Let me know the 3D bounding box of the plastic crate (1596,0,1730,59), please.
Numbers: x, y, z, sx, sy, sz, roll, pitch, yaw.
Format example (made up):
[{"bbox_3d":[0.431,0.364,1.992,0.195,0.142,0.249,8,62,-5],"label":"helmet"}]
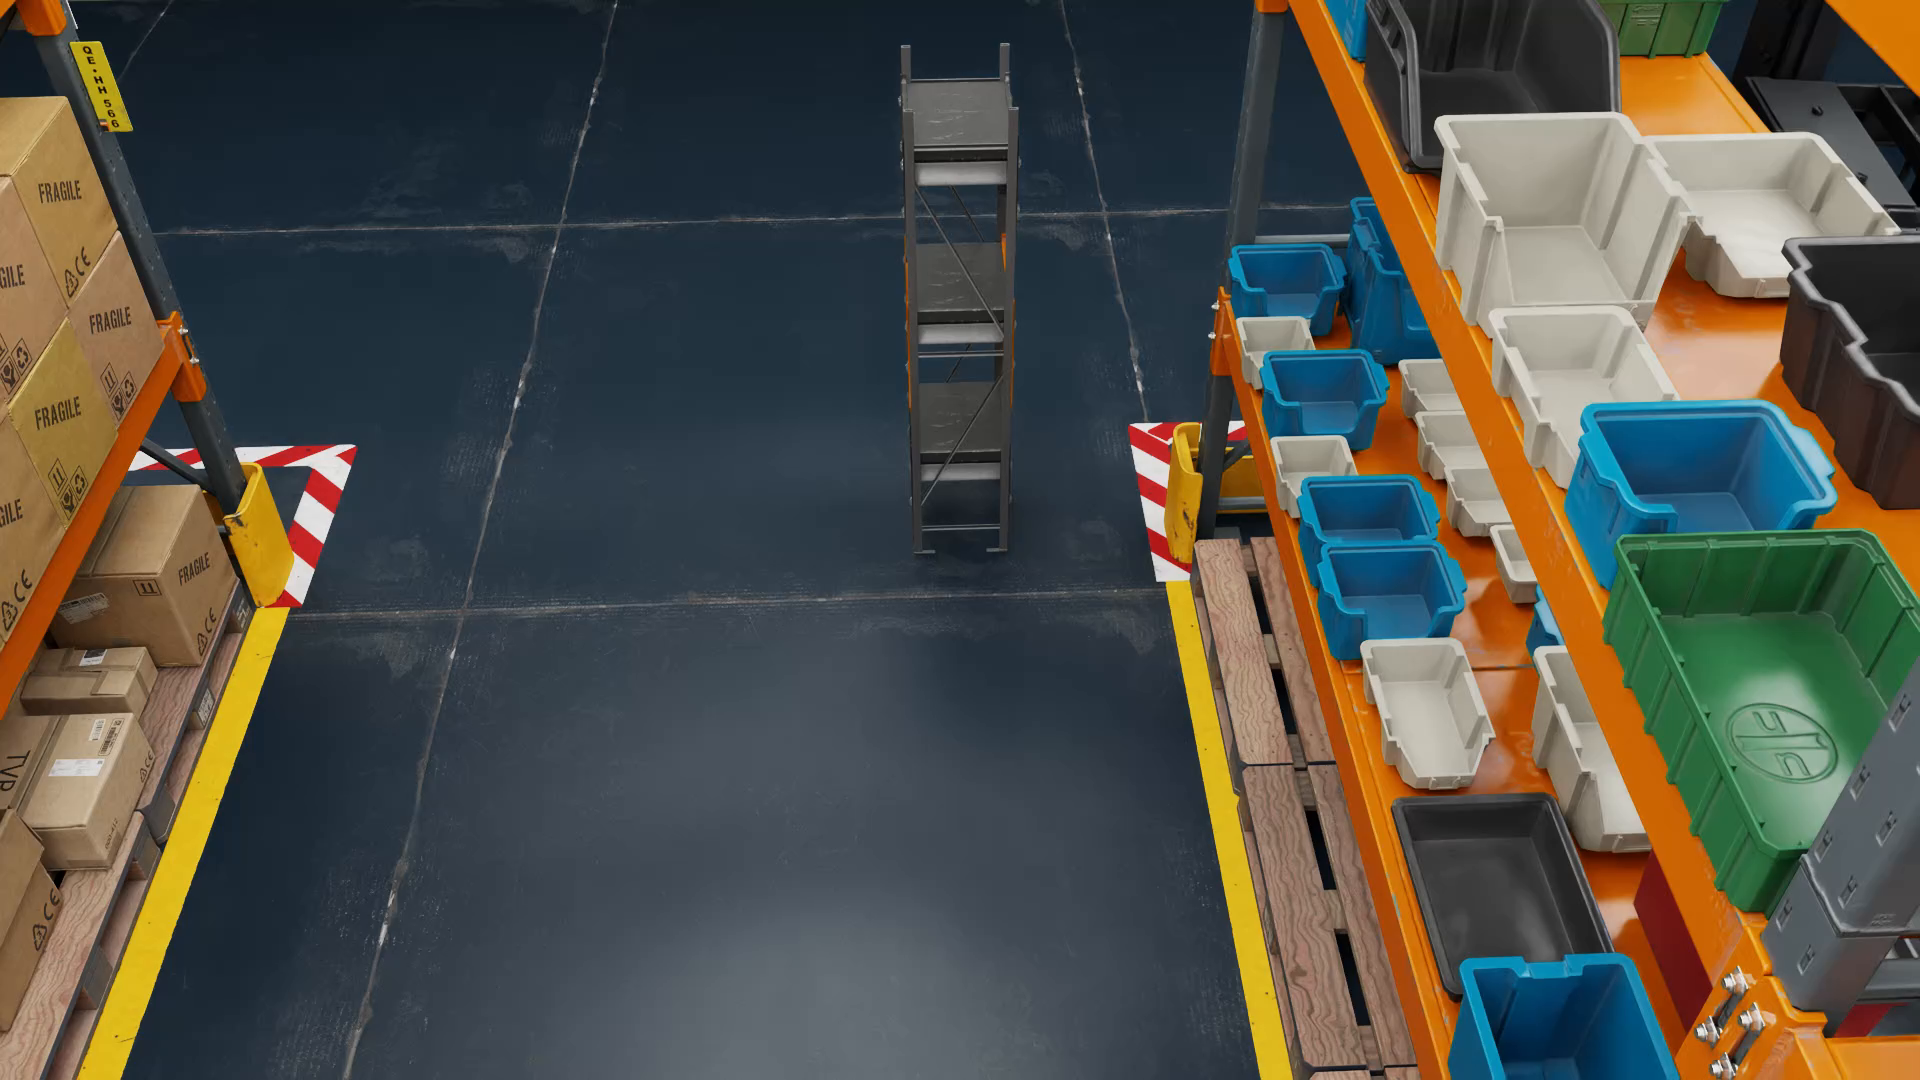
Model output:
[{"bbox_3d":[1.830,-1.488,4.591,0.450,0.188,0.336,-2,43,-2],"label":"plastic crate"}]

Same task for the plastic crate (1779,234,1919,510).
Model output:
[{"bbox_3d":[1.894,-0.322,3.258,0.497,0.269,0.590,-2,43,-2],"label":"plastic crate"}]

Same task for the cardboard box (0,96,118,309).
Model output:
[{"bbox_3d":[-3.153,-1.091,5.407,0.500,0.500,0.500,-2,43,-2],"label":"cardboard box"}]

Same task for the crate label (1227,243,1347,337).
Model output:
[{"bbox_3d":[1.184,-0.902,6.094,0.416,0.233,0.303,-2,43,-2],"label":"crate label"}]

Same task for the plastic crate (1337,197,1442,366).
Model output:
[{"bbox_3d":[1.704,-0.933,5.977,0.616,0.435,0.499,-2,43,-2],"label":"plastic crate"}]

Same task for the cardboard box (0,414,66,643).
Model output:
[{"bbox_3d":[-3.114,-0.034,4.993,0.500,0.500,0.500,-1,43,-1],"label":"cardboard box"}]

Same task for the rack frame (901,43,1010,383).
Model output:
[{"bbox_3d":[-0.017,-1.050,6.842,0.400,2.100,0.015,-2,43,-2],"label":"rack frame"}]

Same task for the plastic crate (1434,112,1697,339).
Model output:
[{"bbox_3d":[1.289,-0.675,3.634,0.437,0.282,0.530,-2,43,-2],"label":"plastic crate"}]

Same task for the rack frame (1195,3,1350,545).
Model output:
[{"bbox_3d":[1.503,-1.118,6.250,1.000,3.000,0.127,-2,43,-2],"label":"rack frame"}]

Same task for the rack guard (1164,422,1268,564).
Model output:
[{"bbox_3d":[1.489,-0.212,7.112,1.175,0.500,0.348,-2,43,-2],"label":"rack guard"}]

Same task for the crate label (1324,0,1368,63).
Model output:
[{"bbox_3d":[1.219,-1.537,4.597,0.408,0.251,0.502,-2,43,-2],"label":"crate label"}]

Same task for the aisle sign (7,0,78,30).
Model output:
[{"bbox_3d":[-3.143,-1.992,5.279,0.394,0.787,0.004,-2,43,-2],"label":"aisle sign"}]

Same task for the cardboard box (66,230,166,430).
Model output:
[{"bbox_3d":[-3.155,-0.721,5.742,0.500,0.500,0.500,0,43,0],"label":"cardboard box"}]

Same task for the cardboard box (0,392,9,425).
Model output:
[{"bbox_3d":[-3.104,-0.400,4.653,0.500,0.500,0.500,-1,43,-1],"label":"cardboard box"}]

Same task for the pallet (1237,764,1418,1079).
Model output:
[{"bbox_3d":[1.548,1.289,5.687,1.003,0.211,1.213,-2,43,-2],"label":"pallet"}]

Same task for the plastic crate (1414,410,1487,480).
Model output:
[{"bbox_3d":[1.716,-0.302,5.510,0.396,0.136,0.243,-2,43,-2],"label":"plastic crate"}]

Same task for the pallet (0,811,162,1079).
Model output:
[{"bbox_3d":[-3.359,1.461,5.500,1.003,0.211,1.213,-2,43,-2],"label":"pallet"}]

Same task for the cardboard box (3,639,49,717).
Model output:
[{"bbox_3d":[-3.685,0.586,6.100,0.500,0.250,0.500,-2,43,-2],"label":"cardboard box"}]

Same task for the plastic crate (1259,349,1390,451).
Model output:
[{"bbox_3d":[1.212,-0.458,5.609,0.416,0.233,0.300,-2,43,-2],"label":"plastic crate"}]

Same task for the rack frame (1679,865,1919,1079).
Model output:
[{"bbox_3d":[1.673,1.582,3.304,1.000,3.000,0.127,-2,43,-2],"label":"rack frame"}]

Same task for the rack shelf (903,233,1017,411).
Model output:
[{"bbox_3d":[-0.007,-0.876,6.672,0.431,0.518,0.480,-2,43,-2],"label":"rack shelf"}]

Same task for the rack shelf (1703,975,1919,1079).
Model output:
[{"bbox_3d":[1.758,2.092,1.060,1.077,0.370,4.000,-2,43,-2],"label":"rack shelf"}]

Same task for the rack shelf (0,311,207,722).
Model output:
[{"bbox_3d":[-3.361,0.637,4.868,1.077,0.370,4.000,-2,43,-2],"label":"rack shelf"}]

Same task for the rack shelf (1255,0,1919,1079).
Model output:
[{"bbox_3d":[1.588,-0.609,4.006,1.077,0.370,4.000,-2,43,-2],"label":"rack shelf"}]

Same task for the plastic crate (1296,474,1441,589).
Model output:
[{"bbox_3d":[1.240,-0.014,5.124,0.416,0.233,0.300,-2,43,-2],"label":"plastic crate"}]

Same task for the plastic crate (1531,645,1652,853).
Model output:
[{"bbox_3d":[1.792,0.568,4.454,0.437,0.282,0.530,-2,43,-2],"label":"plastic crate"}]

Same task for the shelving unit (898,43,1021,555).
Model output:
[{"bbox_3d":[-0.007,-0.886,6.662,0.431,2.100,0.503,-2,43,-2],"label":"shelving unit"}]

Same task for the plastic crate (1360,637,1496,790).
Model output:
[{"bbox_3d":[1.298,0.490,4.646,0.293,0.136,0.466,-2,43,-2],"label":"plastic crate"}]

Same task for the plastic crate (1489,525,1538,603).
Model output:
[{"bbox_3d":[1.784,0.085,5.088,0.298,0.136,0.250,-2,43,-2],"label":"plastic crate"}]

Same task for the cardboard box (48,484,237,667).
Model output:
[{"bbox_3d":[-3.177,0.141,6.401,0.500,0.500,0.500,-2,43,-2],"label":"cardboard box"}]

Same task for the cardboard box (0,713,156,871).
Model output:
[{"bbox_3d":[-3.167,0.875,5.785,0.500,0.250,0.500,-2,43,-2],"label":"cardboard box"}]

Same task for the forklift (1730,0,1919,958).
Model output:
[{"bbox_3d":[2.938,-0.442,5.563,1.130,2.935,3.031,3,43,3],"label":"forklift"}]

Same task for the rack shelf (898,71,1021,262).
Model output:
[{"bbox_3d":[-0.007,-1.392,6.199,0.431,0.518,0.480,-2,43,-2],"label":"rack shelf"}]

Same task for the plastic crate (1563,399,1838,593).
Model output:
[{"bbox_3d":[1.315,-0.067,3.007,0.416,0.233,0.300,-2,43,-2],"label":"plastic crate"}]
